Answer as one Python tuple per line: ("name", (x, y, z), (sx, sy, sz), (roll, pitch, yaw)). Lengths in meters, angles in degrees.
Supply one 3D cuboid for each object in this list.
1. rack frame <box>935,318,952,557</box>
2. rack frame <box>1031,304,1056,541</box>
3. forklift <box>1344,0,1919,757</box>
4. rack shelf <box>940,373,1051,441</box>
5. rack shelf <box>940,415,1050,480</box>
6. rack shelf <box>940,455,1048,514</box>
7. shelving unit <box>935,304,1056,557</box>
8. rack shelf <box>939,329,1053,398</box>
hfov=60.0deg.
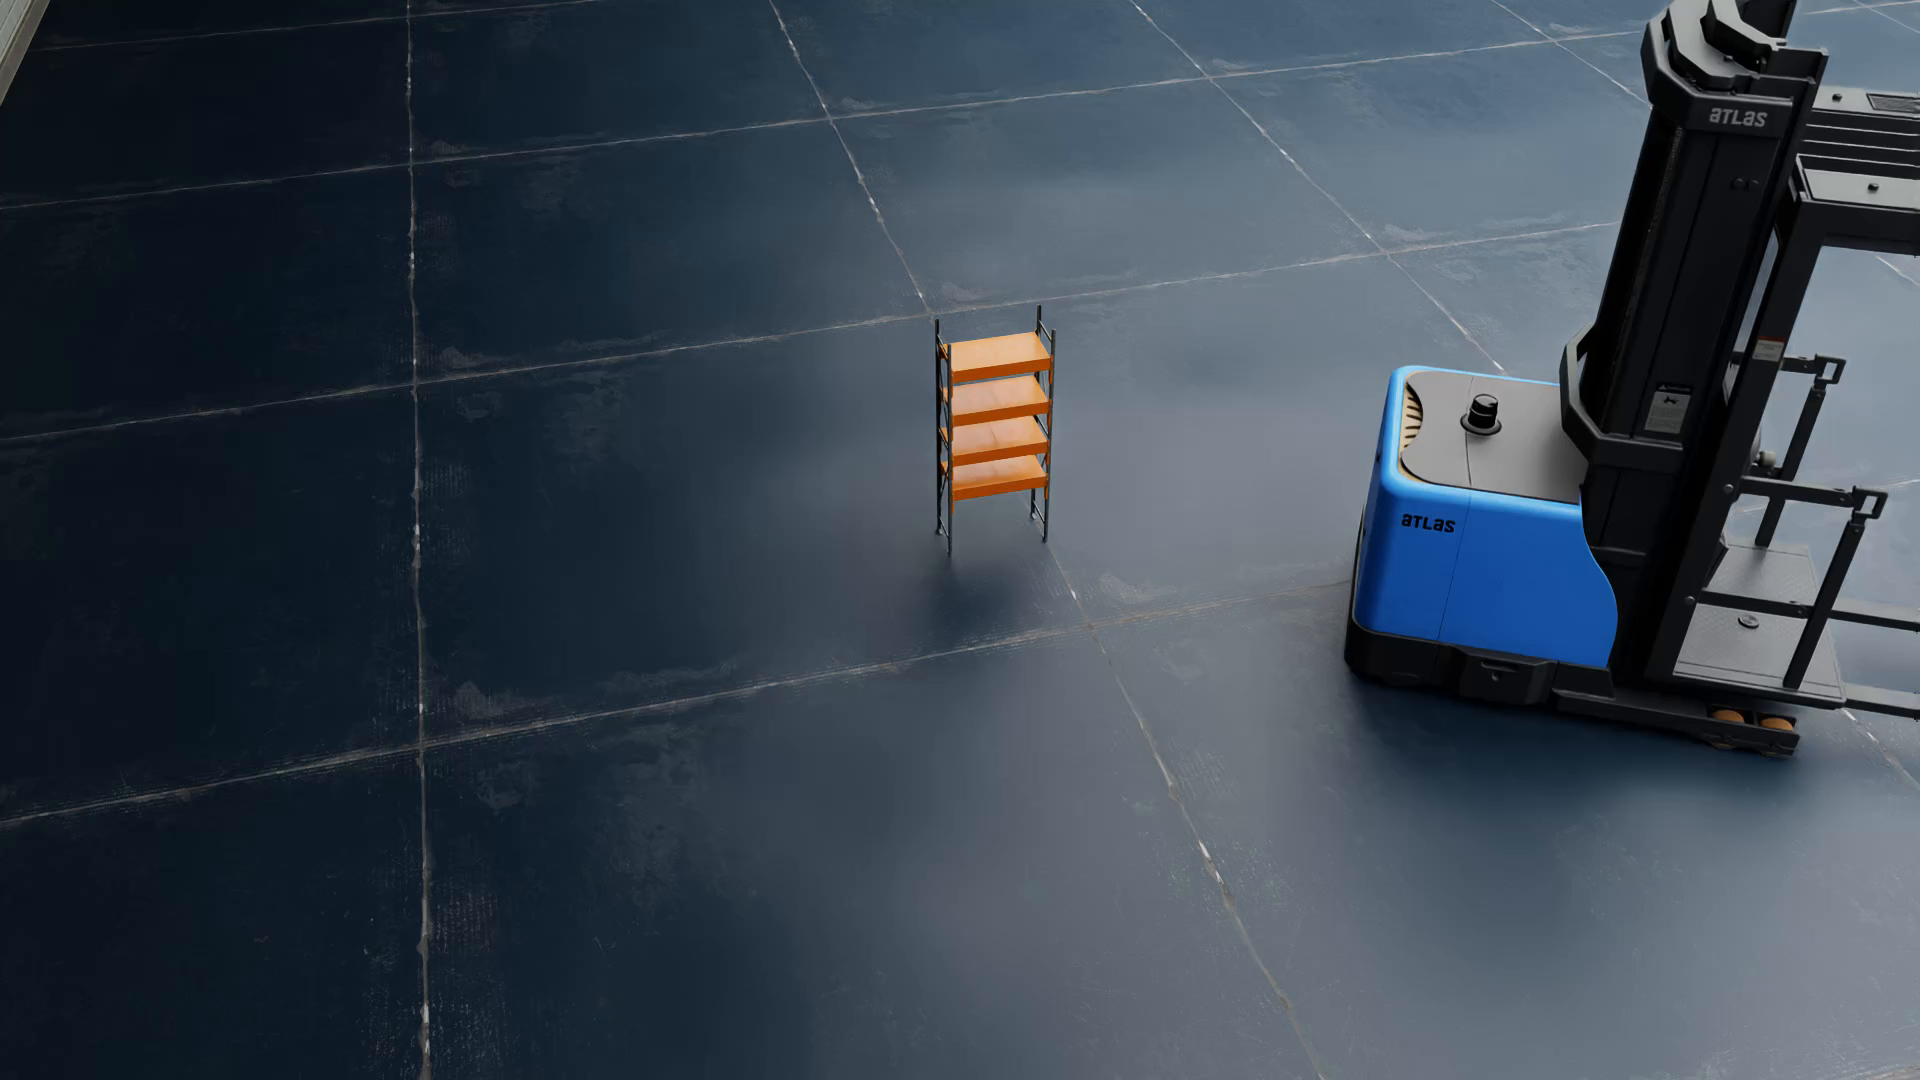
("rack frame", (-0.076, -0.464, 7.849), (0.015, 1.200, 0.240), (-9, 38, -12))
("rack frame", (0.395, -0.541, 7.950), (0.015, 1.200, 0.240), (-9, 38, -12))
("forklift", (3.289, -0.607, 6.611), (3.031, 2.935, 1.130), (9, 38, 11))
("rack shelf", (0.160, -0.627, 7.804), (0.480, 0.148, 0.258), (-9, 38, -12))
("rack shelf", (0.160, -0.449, 7.940), (0.480, 0.148, 0.258), (-9, 38, -12))
("rack shelf", (0.160, -0.292, 8.061), (0.480, 0.148, 0.258), (-9, 38, -12))
("shelving unit", (0.160, -0.503, 7.899), (0.503, 1.200, 0.258), (-9, 38, -12))
("rack shelf", (0.160, -0.815, 7.660), (0.480, 0.148, 0.258), (-9, 38, -12))
